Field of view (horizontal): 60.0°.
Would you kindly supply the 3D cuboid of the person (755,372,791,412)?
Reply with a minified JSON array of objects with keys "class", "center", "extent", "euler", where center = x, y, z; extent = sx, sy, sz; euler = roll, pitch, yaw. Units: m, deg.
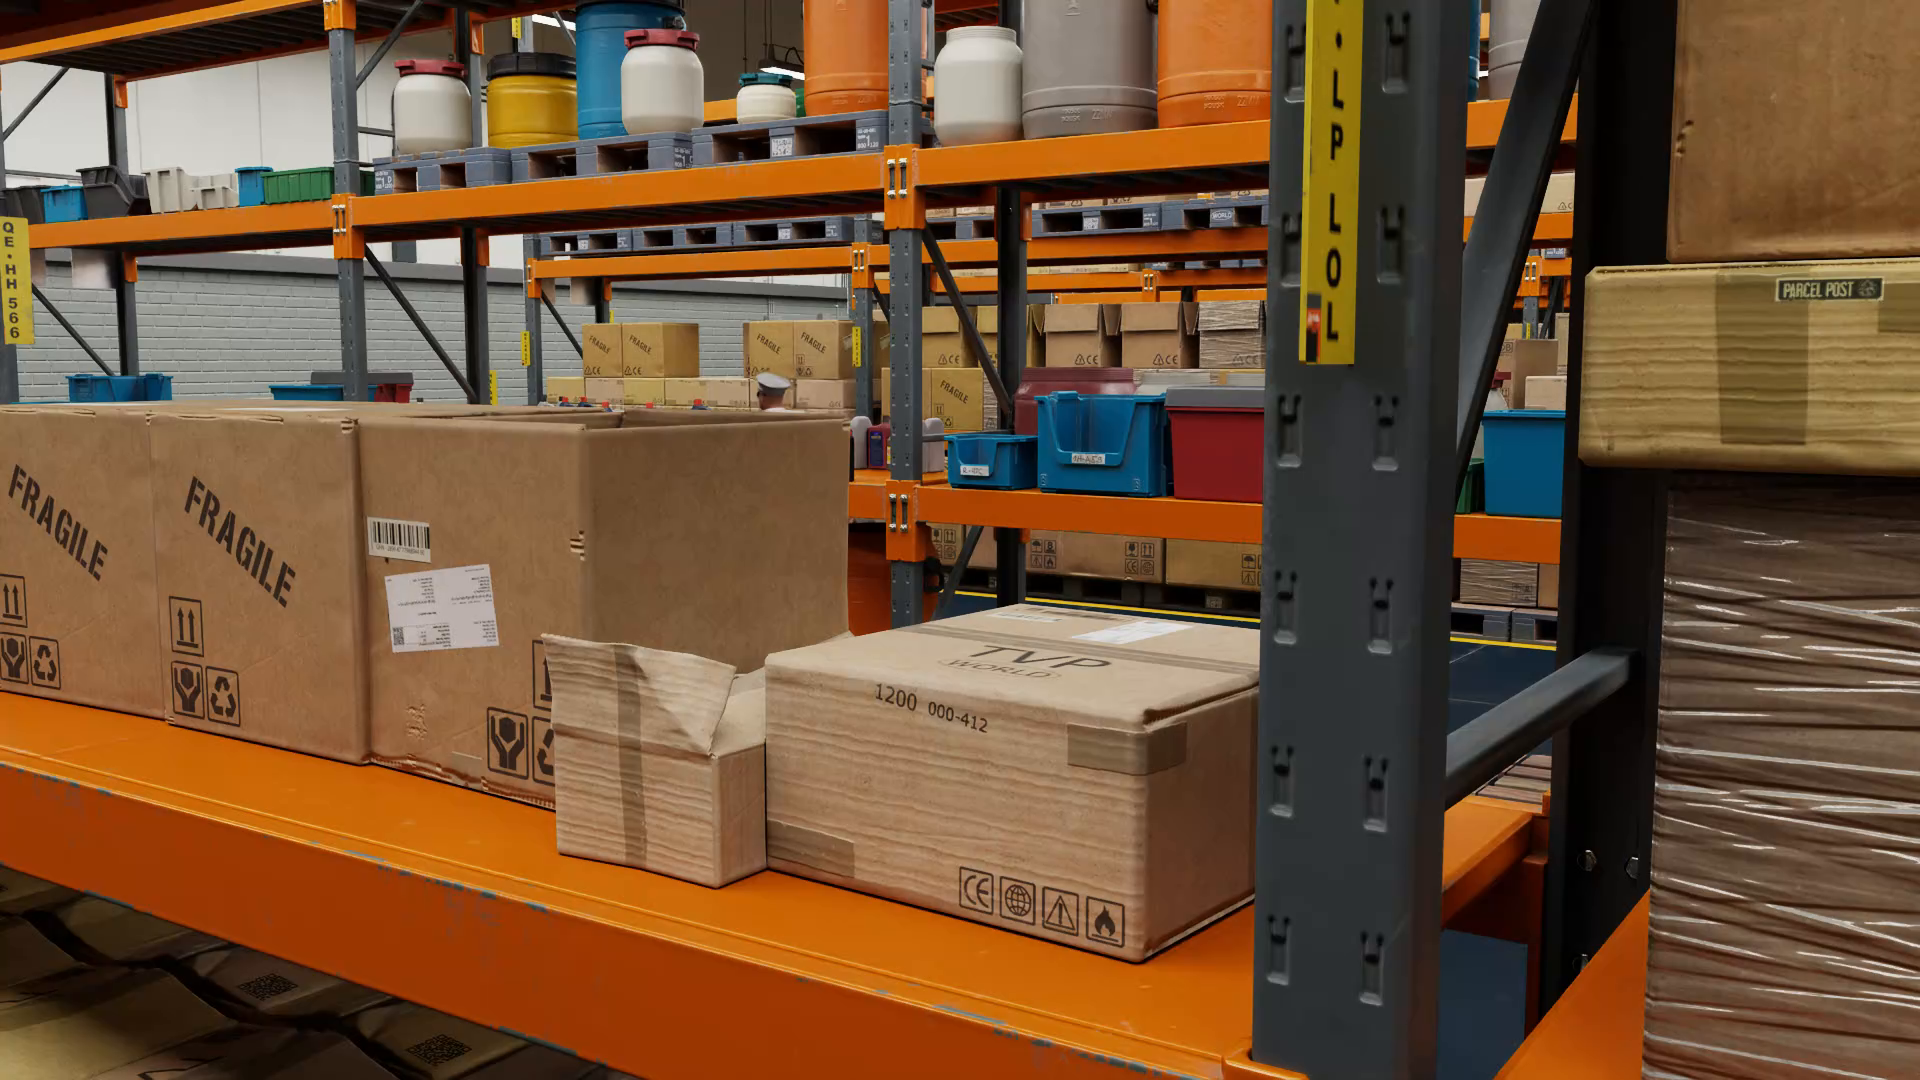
[{"class":"person","center":[-1.370,-0.290,11.870],"extent":[0.791,1.798,0.595],"euler":[6,9,45]}]
